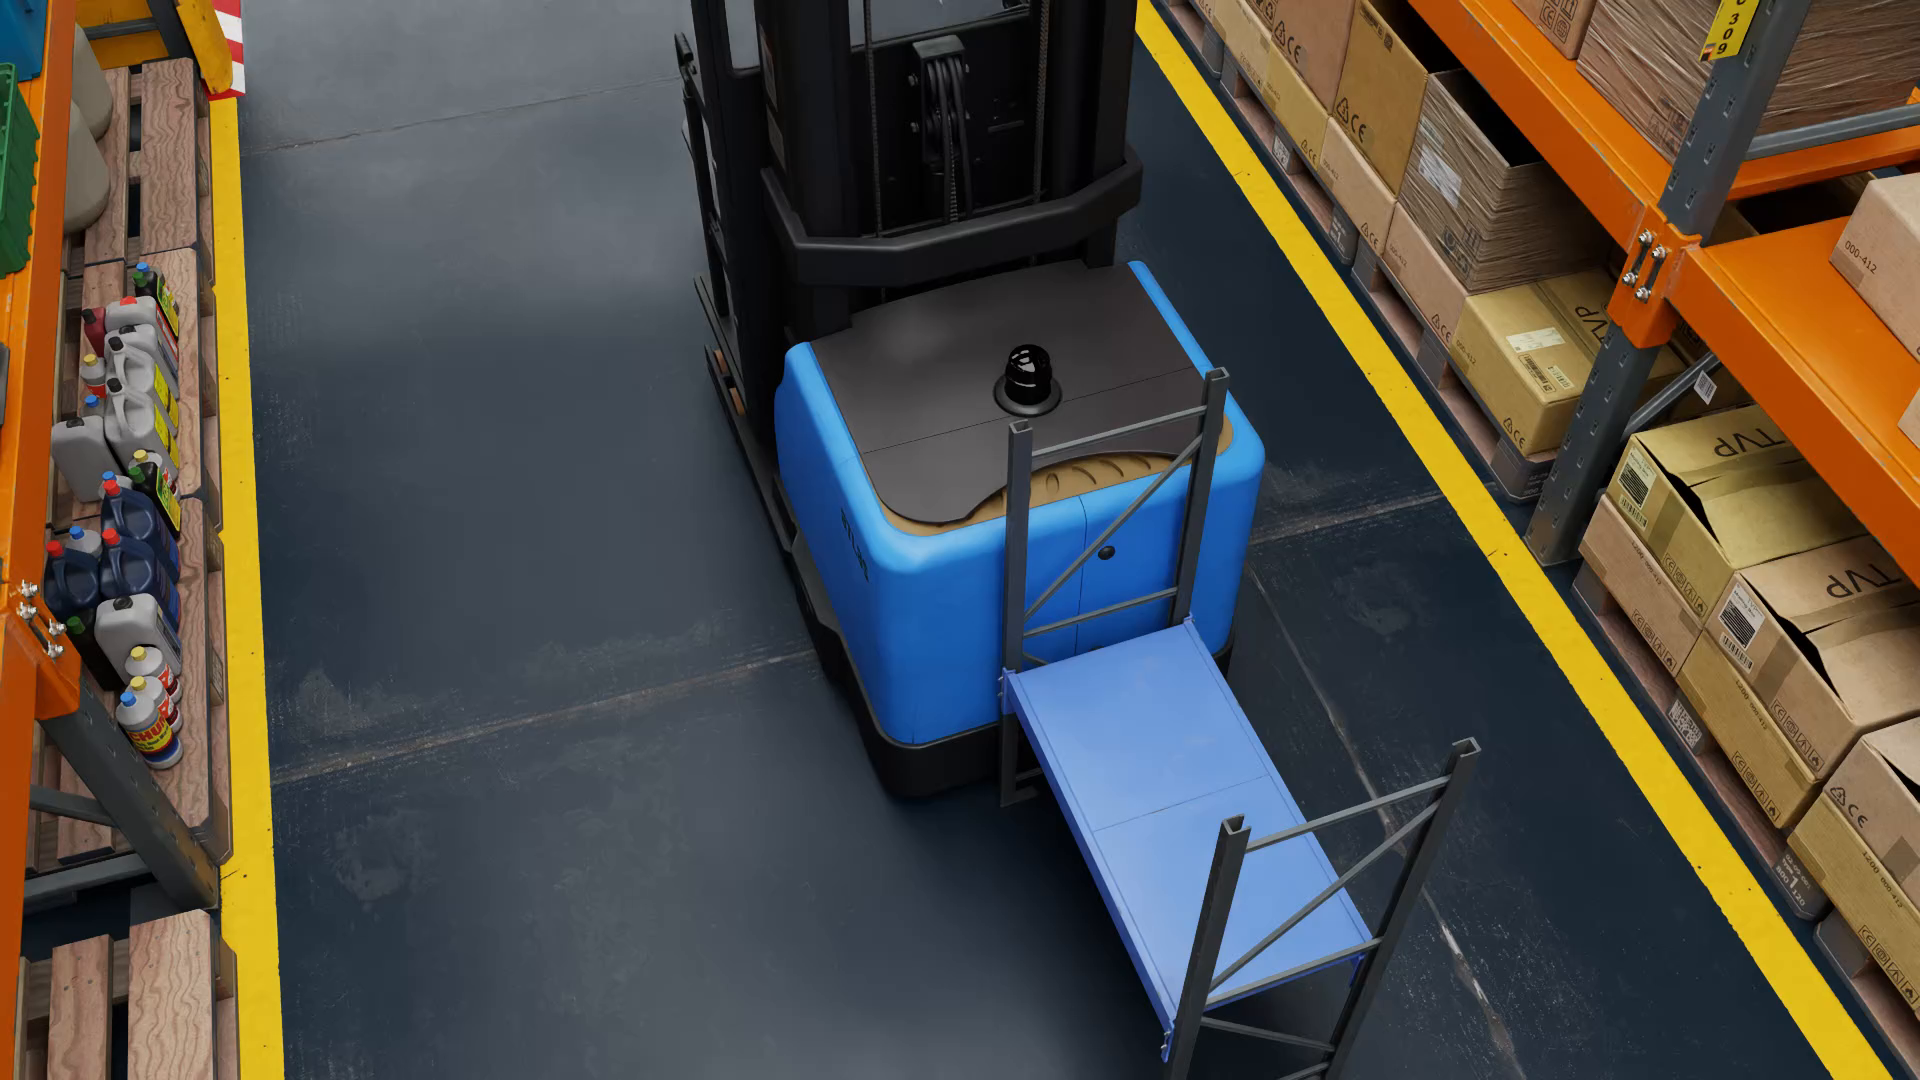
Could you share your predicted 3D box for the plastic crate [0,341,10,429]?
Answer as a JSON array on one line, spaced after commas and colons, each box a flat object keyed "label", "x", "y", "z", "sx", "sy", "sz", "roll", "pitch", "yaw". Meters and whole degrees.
[{"label": "plastic crate", "x": -2.498, "y": -0.307, "z": 3.588, "sx": 0.767, "sy": 0.338, "sz": 0.504, "roll": -13, "pitch": 51, "yaw": -11}]

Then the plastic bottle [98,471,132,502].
[{"label": "plastic bottle", "x": -2.442, "y": -0.099, "z": 4.868, "sx": 0.097, "sy": 0.271, "sz": 0.097, "roll": 0, "pitch": 50, "yaw": 0}]

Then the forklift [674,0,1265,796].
[{"label": "forklift", "x": -0.216, "y": -1.396, "z": 4.510, "sx": 1.130, "sy": 2.935, "sz": 3.031, "roll": -16, "pitch": 52, "yaw": -13}]

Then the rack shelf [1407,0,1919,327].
[{"label": "rack shelf", "x": 1.677, "y": -2.262, "z": 5.666, "sx": 1.077, "sy": 0.370, "sz": 4.000, "roll": -13, "pitch": 51, "yaw": -11}]

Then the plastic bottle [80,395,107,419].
[{"label": "plastic bottle", "x": -2.646, "y": -0.364, "z": 5.138, "sx": 0.097, "sy": 0.201, "sz": 0.097, "roll": 0, "pitch": 50, "yaw": 0}]

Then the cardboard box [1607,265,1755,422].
[{"label": "cardboard box", "x": 2.421, "y": -0.690, "z": 5.393, "sx": 0.500, "sy": 0.250, "sz": 0.500, "roll": -13, "pitch": 51, "yaw": -11}]

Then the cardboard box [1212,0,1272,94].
[{"label": "cardboard box", "x": 1.331, "y": -2.033, "z": 6.525, "sx": 0.500, "sy": 0.250, "sz": 0.500, "roll": -13, "pitch": 51, "yaw": -11}]

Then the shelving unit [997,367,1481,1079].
[{"label": "shelving unit", "x": 0.518, "y": 0.549, "z": 3.806, "sx": 0.538, "sy": 1.500, "sz": 1.048, "roll": -16, "pitch": 52, "yaw": -13}]

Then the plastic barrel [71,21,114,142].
[{"label": "plastic barrel", "x": -3.380, "y": -1.708, "z": 6.080, "sx": 0.421, "sy": 0.512, "sz": 0.421, "roll": 0, "pitch": 50, "yaw": 0}]

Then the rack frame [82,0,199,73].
[{"label": "rack frame", "x": -3.647, "y": -2.838, "z": 5.680, "sx": 1.000, "sy": 3.000, "sz": 0.127, "roll": -13, "pitch": 51, "yaw": -11}]

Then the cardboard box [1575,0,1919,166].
[{"label": "cardboard box", "x": 2.131, "y": -1.388, "z": 4.393, "sx": 0.700, "sy": 0.500, "sz": 0.500, "roll": -15, "pitch": 51, "yaw": -12}]

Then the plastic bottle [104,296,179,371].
[{"label": "plastic bottle", "x": -2.637, "y": -0.669, "z": 5.346, "sx": 0.152, "sy": 0.276, "sz": 0.135, "roll": -13, "pitch": 51, "yaw": -11}]

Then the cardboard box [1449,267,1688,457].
[{"label": "cardboard box", "x": 1.923, "y": -0.572, "z": 5.294, "sx": 0.500, "sy": 0.250, "sz": 0.500, "roll": -13, "pitch": 51, "yaw": -11}]

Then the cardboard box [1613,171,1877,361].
[{"label": "cardboard box", "x": 2.431, "y": -0.934, "z": 5.109, "sx": 0.500, "sy": 0.500, "sz": 0.500, "roll": -13, "pitch": 51, "yaw": -11}]

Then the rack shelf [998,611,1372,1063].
[{"label": "rack shelf", "x": 0.518, "y": 0.665, "z": 3.944, "sx": 0.538, "sy": 0.185, "sz": 1.000, "roll": -16, "pitch": 52, "yaw": -13}]

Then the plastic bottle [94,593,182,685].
[{"label": "plastic bottle", "x": -2.262, "y": 0.258, "z": 4.564, "sx": 0.152, "sy": 0.276, "sz": 0.135, "roll": -12, "pitch": 51, "yaw": -10}]

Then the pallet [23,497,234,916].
[{"label": "pallet", "x": -2.623, "y": 0.482, "z": 4.705, "sx": 1.003, "sy": 0.211, "sz": 1.213, "roll": -13, "pitch": 51, "yaw": -11}]

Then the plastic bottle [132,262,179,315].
[{"label": "plastic bottle", "x": -2.685, "y": -0.835, "z": 5.535, "sx": 0.097, "sy": 0.201, "sz": 0.097, "roll": 0, "pitch": 50, "yaw": 0}]

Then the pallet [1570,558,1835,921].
[{"label": "pallet", "x": 2.524, "y": 0.394, "z": 4.779, "sx": 1.003, "sy": 0.211, "sz": 1.213, "roll": -13, "pitch": 51, "yaw": -11}]

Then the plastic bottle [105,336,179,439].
[{"label": "plastic bottle", "x": -2.543, "y": -0.472, "z": 5.131, "sx": 0.144, "sy": 0.351, "sz": 0.185, "roll": -11, "pitch": 51, "yaw": -9}]

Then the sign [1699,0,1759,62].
[{"label": "sign", "x": 1.739, "y": -1.212, "z": 3.691, "sx": 0.100, "sy": 0.325, "sz": 0.005, "roll": -13, "pitch": 51, "yaw": -11}]

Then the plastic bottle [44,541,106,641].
[{"label": "plastic bottle", "x": -2.444, "y": 0.145, "z": 4.611, "sx": 0.144, "sy": 0.351, "sz": 0.185, "roll": -13, "pitch": 51, "yaw": -11}]

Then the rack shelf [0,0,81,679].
[{"label": "rack shelf", "x": -3.056, "y": -1.145, "z": 4.724, "sx": 1.077, "sy": 0.370, "sz": 4.000, "roll": -13, "pitch": 51, "yaw": -11}]

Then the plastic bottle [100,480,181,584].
[{"label": "plastic bottle", "x": -2.362, "y": -0.026, "z": 4.754, "sx": 0.144, "sy": 0.351, "sz": 0.185, "roll": -15, "pitch": 52, "yaw": -13}]

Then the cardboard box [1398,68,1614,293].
[{"label": "cardboard box", "x": 1.786, "y": -1.181, "z": 5.317, "sx": 0.500, "sy": 0.500, "sz": 0.500, "roll": -13, "pitch": 51, "yaw": -11}]

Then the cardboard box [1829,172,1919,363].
[{"label": "cardboard box", "x": 2.456, "y": -0.636, "z": 3.922, "sx": 0.500, "sy": 0.250, "sz": 0.500, "roll": -10, "pitch": 51, "yaw": -9}]

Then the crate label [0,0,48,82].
[{"label": "crate label", "x": -2.845, "y": -1.566, "z": 4.585, "sx": 0.502, "sy": 0.435, "sz": 0.616, "roll": -13, "pitch": 51, "yaw": -11}]

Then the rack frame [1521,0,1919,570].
[{"label": "rack frame", "x": 2.269, "y": -1.034, "z": 4.159, "sx": 1.000, "sy": 3.000, "sz": 0.127, "roll": -13, "pitch": 51, "yaw": -11}]

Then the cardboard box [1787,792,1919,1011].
[{"label": "cardboard box", "x": 2.457, "y": 0.819, "z": 4.121, "sx": 0.500, "sy": 0.250, "sz": 0.500, "roll": -15, "pitch": 51, "yaw": -12}]

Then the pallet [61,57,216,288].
[{"label": "pallet", "x": -3.345, "y": -1.300, "z": 6.208, "sx": 1.003, "sy": 0.211, "sz": 1.213, "roll": -13, "pitch": 51, "yaw": -11}]

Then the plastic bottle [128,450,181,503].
[{"label": "plastic bottle", "x": -2.424, "y": -0.189, "z": 4.990, "sx": 0.097, "sy": 0.201, "sz": 0.097, "roll": 0, "pitch": 50, "yaw": 0}]

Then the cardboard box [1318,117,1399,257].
[{"label": "cardboard box", "x": 1.622, "y": -1.301, "z": 5.909, "sx": 0.500, "sy": 0.250, "sz": 0.500, "roll": -13, "pitch": 51, "yaw": -11}]

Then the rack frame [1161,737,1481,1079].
[{"label": "rack frame", "x": 0.693, "y": 0.914, "z": 3.499, "sx": 0.500, "sy": 1.500, "sz": 0.032, "roll": -16, "pitch": 52, "yaw": -13}]

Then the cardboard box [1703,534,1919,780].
[{"label": "cardboard box", "x": 2.296, "y": 0.262, "z": 4.225, "sx": 0.500, "sy": 0.311, "sz": 0.500, "roll": -14, "pitch": 51, "yaw": -11}]

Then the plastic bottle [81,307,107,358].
[{"label": "plastic bottle", "x": -2.738, "y": -0.647, "z": 5.322, "sx": 0.061, "sy": 0.283, "sz": 0.133, "roll": -13, "pitch": 51, "yaw": -11}]

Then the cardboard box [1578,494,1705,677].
[{"label": "cardboard box", "x": 2.151, "y": 0.068, "z": 4.755, "sx": 0.500, "sy": 0.250, "sz": 0.500, "roll": -14, "pitch": 51, "yaw": -12}]

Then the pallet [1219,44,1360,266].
[{"label": "pallet", "x": 1.709, "y": -1.618, "z": 6.476, "sx": 1.003, "sy": 0.211, "sz": 1.213, "roll": -13, "pitch": 51, "yaw": -11}]

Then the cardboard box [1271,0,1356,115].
[{"label": "cardboard box", "x": 1.473, "y": -1.908, "z": 5.930, "sx": 0.500, "sy": 0.500, "sz": 0.500, "roll": -13, "pitch": 51, "yaw": -11}]

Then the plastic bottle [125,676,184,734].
[{"label": "plastic bottle", "x": -2.170, "y": 0.438, "z": 4.462, "sx": 0.097, "sy": 0.201, "sz": 0.097, "roll": 0, "pitch": 50, "yaw": 0}]
